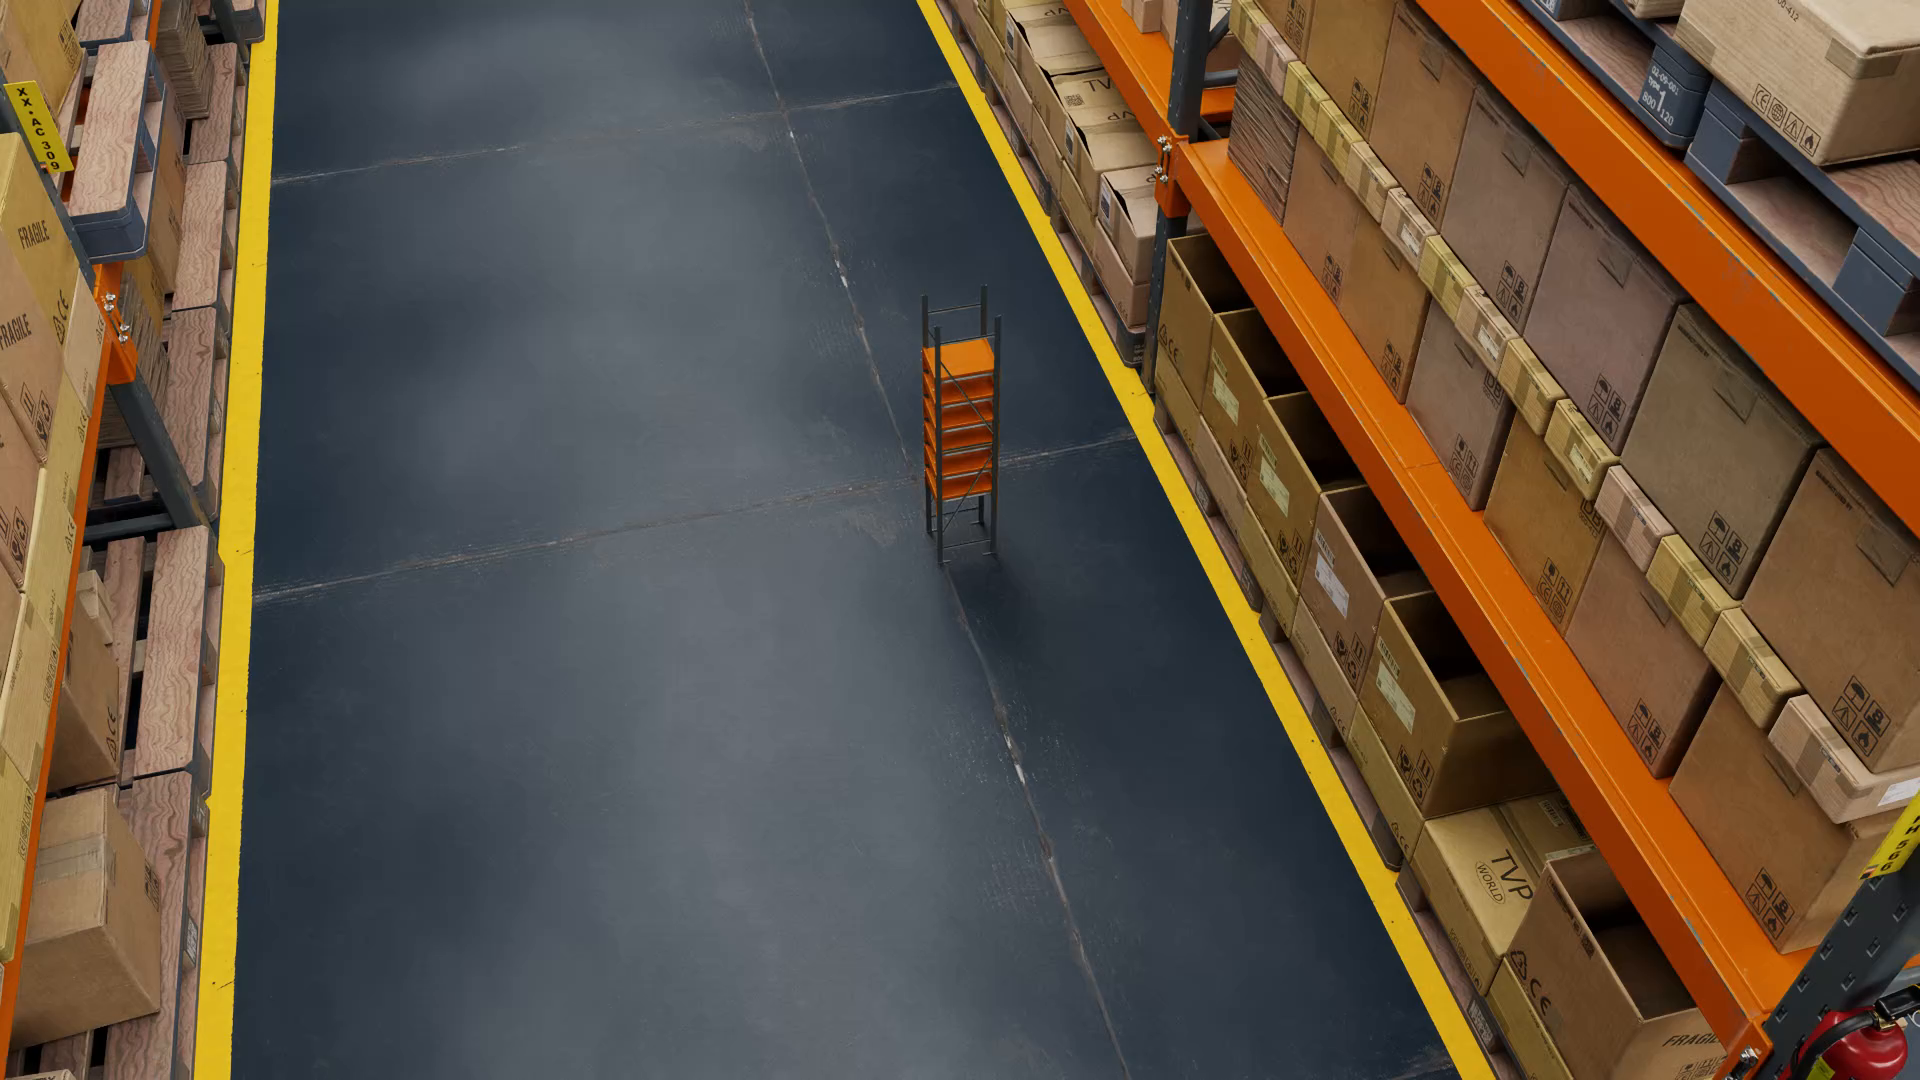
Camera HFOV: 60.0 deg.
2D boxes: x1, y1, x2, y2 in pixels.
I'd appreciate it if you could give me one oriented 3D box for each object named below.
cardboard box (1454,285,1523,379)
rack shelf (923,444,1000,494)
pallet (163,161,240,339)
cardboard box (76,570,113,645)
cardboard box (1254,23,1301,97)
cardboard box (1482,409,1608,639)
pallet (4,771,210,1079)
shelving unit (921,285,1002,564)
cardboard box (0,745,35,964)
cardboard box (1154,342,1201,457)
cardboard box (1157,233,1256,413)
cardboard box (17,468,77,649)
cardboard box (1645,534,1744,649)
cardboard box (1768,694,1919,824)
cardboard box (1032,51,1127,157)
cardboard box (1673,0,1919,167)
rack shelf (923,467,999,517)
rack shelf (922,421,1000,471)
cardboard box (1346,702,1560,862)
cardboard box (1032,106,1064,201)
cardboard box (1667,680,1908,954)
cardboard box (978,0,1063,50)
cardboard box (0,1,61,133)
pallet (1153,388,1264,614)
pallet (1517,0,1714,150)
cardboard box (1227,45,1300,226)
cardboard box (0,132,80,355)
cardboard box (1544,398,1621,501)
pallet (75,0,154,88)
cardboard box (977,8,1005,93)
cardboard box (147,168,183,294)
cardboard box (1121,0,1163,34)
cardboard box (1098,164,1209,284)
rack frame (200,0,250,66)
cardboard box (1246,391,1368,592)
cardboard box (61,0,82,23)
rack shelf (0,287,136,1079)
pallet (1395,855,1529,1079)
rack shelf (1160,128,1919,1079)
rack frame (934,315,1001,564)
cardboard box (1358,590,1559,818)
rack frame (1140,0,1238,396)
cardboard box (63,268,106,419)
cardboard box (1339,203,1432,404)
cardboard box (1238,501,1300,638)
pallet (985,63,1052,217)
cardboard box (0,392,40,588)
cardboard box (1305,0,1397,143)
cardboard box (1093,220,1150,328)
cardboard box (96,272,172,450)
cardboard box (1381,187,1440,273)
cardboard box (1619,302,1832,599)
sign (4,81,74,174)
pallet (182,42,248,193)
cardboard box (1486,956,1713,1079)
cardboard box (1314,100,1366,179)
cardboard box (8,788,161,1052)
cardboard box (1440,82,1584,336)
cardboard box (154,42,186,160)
[{"bbox_3d":[1.650,-0.622,4.735,0.380,0.149,0.250,-11,47,-11],"label":"cardboard box"},{"bbox_3d":[0.004,-0.295,6.429,0.258,0.103,0.180,-11,47,-10],"label":"rack shelf"},{"bbox_3d":[-3.997,-1.319,7.895,1.003,0.211,1.213,-11,47,-10],"label":"pallet"},{"bbox_3d":[-3.314,0.288,6.043,0.380,0.166,0.250,-16,48,-15],"label":"cardboard box"},{"bbox_3d":[1.253,-1.690,5.782,0.380,0.149,0.250,-10,46,-10],"label":"cardboard box"},{"bbox_3d":[1.963,-0.126,4.703,0.700,0.500,0.500,-10,46,-10],"label":"cardboard box"},{"bbox_3d":[-2.958,1.363,5.266,1.003,0.211,1.213,-11,47,-10],"label":"pallet"},{"bbox_3d":[0.004,-0.410,6.312,0.258,1.200,0.189,-11,47,-10],"label":"shelving unit"},{"bbox_3d":[-2.546,0.790,3.967,0.500,0.250,0.500,-11,47,-11],"label":"cardboard box"},{"bbox_3d":[1.133,-0.631,6.899,0.500,0.250,0.500,-11,47,-10],"label":"cardboard box"},{"bbox_3d":[1.123,-0.892,6.630,0.500,0.500,0.500,-11,47,-10],"label":"cardboard box"},{"bbox_3d":[-2.803,0.093,4.649,0.500,0.250,0.500,-11,47,-11],"label":"cardboard box"},{"bbox_3d":[1.915,0.092,4.036,0.380,0.149,0.250,-11,47,-11],"label":"cardboard box"},{"bbox_3d":[2.049,0.449,3.686,0.380,0.149,0.250,-11,47,-11],"label":"cardboard box"},{"bbox_3d":[0.662,-2.133,7.979,0.500,0.311,0.500,-11,47,-10],"label":"cardboard box"},{"bbox_3d":[1.782,-1.001,3.243,0.500,0.250,0.500,-11,47,-10],"label":"cardboard box"},{"bbox_3d":[0.004,-0.211,6.515,0.258,0.103,0.180,-11,47,-10],"label":"rack shelf"},{"bbox_3d":[0.004,-0.379,6.343,0.258,0.103,0.180,-11,47,-10],"label":"rack shelf"},{"bbox_3d":[1.639,0.751,5.545,0.500,0.250,0.500,-11,47,-10],"label":"cardboard box"},{"bbox_3d":[0.662,-1.943,8.185,0.500,0.250,0.500,-10,46,-9],"label":"cardboard box"},{"bbox_3d":[2.224,0.580,4.011,0.700,0.500,0.500,-11,47,-10],"label":"cardboard box"},{"bbox_3d":[0.404,-2.836,8.667,0.500,0.311,0.500,-12,47,-11],"label":"cardboard box"},{"bbox_3d":[-3.578,-1.460,5.703,0.700,0.500,0.500,-11,47,-10],"label":"cardboard box"},{"bbox_3d":[1.470,-0.289,6.886,1.003,0.211,1.213,-11,47,-10],"label":"pallet"},{"bbox_3d":[1.859,-1.416,3.999,1.003,0.211,1.213,-11,47,-10],"label":"pallet"},{"bbox_3d":[1.427,-1.552,6.101,0.700,0.500,0.500,-12,47,-11],"label":"cardboard box"},{"bbox_3d":[-3.060,-0.861,5.059,0.500,0.500,0.500,-11,47,-10],"label":"cardboard box"},{"bbox_3d":[1.785,-0.264,4.384,0.380,0.149,0.250,-9,46,-9],"label":"cardboard box"},{"bbox_3d":[-3.958,-2.249,6.988,1.003,0.211,1.213,-11,47,-10],"label":"pallet"},{"bbox_3d":[0.402,-2.648,8.876,0.500,0.250,0.500,-12,47,-11],"label":"cardboard box"},{"bbox_3d":[-3.957,-1.405,7.469,0.700,0.500,0.500,-10,46,-10],"label":"cardboard box"},{"bbox_3d":[0.905,-2.349,7.045,0.396,0.266,0.258,-12,47,-11],"label":"cardboard box"},{"bbox_3d":[0.926,-1.430,7.290,0.500,0.311,0.500,-11,47,-10],"label":"cardboard box"},{"bbox_3d":[-4.504,-3.675,8.252,1.000,3.000,0.127,-11,47,-10],"label":"rack frame"},{"bbox_3d":[1.379,-0.201,5.953,0.500,0.500,0.500,-11,47,-10],"label":"cardboard box"},{"bbox_3d":[-3.913,-2.296,6.522,0.700,0.500,0.500,-5,46,-5],"label":"cardboard box"},{"bbox_3d":[-2.968,0.719,4.449,1.077,0.370,4.000,-11,47,-10],"label":"rack shelf"},{"bbox_3d":[2.095,1.395,5.235,1.003,0.211,1.213,-11,47,-10],"label":"pallet"},{"bbox_3d":[1.819,-0.189,5.339,1.077,0.370,4.000,-11,47,-10],"label":"rack shelf"},{"bbox_3d":[0.027,-0.347,6.250,0.240,1.200,0.006,-11,47,-10],"label":"rack frame"},{"bbox_3d":[1.636,0.489,5.277,0.500,0.500,0.500,-11,47,-10],"label":"cardboard box"},{"bbox_3d":[1.307,-1.822,6.435,1.000,3.000,0.127,-11,47,-10],"label":"rack frame"},{"bbox_3d":[-3.066,-0.597,5.326,0.500,0.250,0.500,-11,47,-10],"label":"cardboard box"},{"bbox_3d":[1.693,-0.842,5.405,0.700,0.500,0.500,-10,46,-10],"label":"cardboard box"},{"bbox_3d":[1.379,0.061,6.221,0.500,0.250,0.500,-11,47,-10],"label":"cardboard box"},{"bbox_3d":[0.765,-2.192,8.750,1.003,0.211,1.213,-11,47,-10],"label":"pallet"},{"bbox_3d":[-2.809,-0.168,4.380,0.500,0.500,0.500,-12,47,-11],"label":"cardboard box"},{"bbox_3d":[1.558,-1.657,5.296,0.700,0.500,0.500,-11,47,-10],"label":"cardboard box"},{"bbox_3d":[0.921,-1.240,7.496,0.500,0.250,0.500,-11,47,-11],"label":"cardboard box"},{"bbox_3d":[-3.685,-0.698,6.776,0.700,0.500,0.500,-9,46,-9],"label":"cardboard box"},{"bbox_3d":[1.523,-0.974,5.080,0.380,0.149,0.250,-12,47,-11],"label":"cardboard box"},{"bbox_3d":[2.071,-0.273,3.939,0.700,0.500,0.500,-12,47,-11],"label":"cardboard box"},{"bbox_3d":[-2.958,-1.321,5.339,0.100,0.325,0.005,-11,47,-10],"label":"sign"},{"bbox_3d":[-4.306,-2.160,8.719,1.003,0.211,1.213,-11,47,-10],"label":"pallet"},{"bbox_3d":[1.908,1.439,4.871,0.500,0.250,0.500,-11,47,-10],"label":"cardboard box"},{"bbox_3d":[1.389,-1.331,5.430,0.380,0.149,0.250,-11,47,-11],"label":"cardboard box"},{"bbox_3d":[-2.832,1.165,4.950,0.700,0.500,0.500,-13,47,-13],"label":"cardboard box"},{"bbox_3d":[1.812,-0.967,4.619,0.700,0.500,0.500,-11,47,-10],"label":"cardboard box"},{"bbox_3d":[-4.250,-2.090,8.140,0.700,0.500,0.500,-11,47,-10],"label":"cardboard box"}]
